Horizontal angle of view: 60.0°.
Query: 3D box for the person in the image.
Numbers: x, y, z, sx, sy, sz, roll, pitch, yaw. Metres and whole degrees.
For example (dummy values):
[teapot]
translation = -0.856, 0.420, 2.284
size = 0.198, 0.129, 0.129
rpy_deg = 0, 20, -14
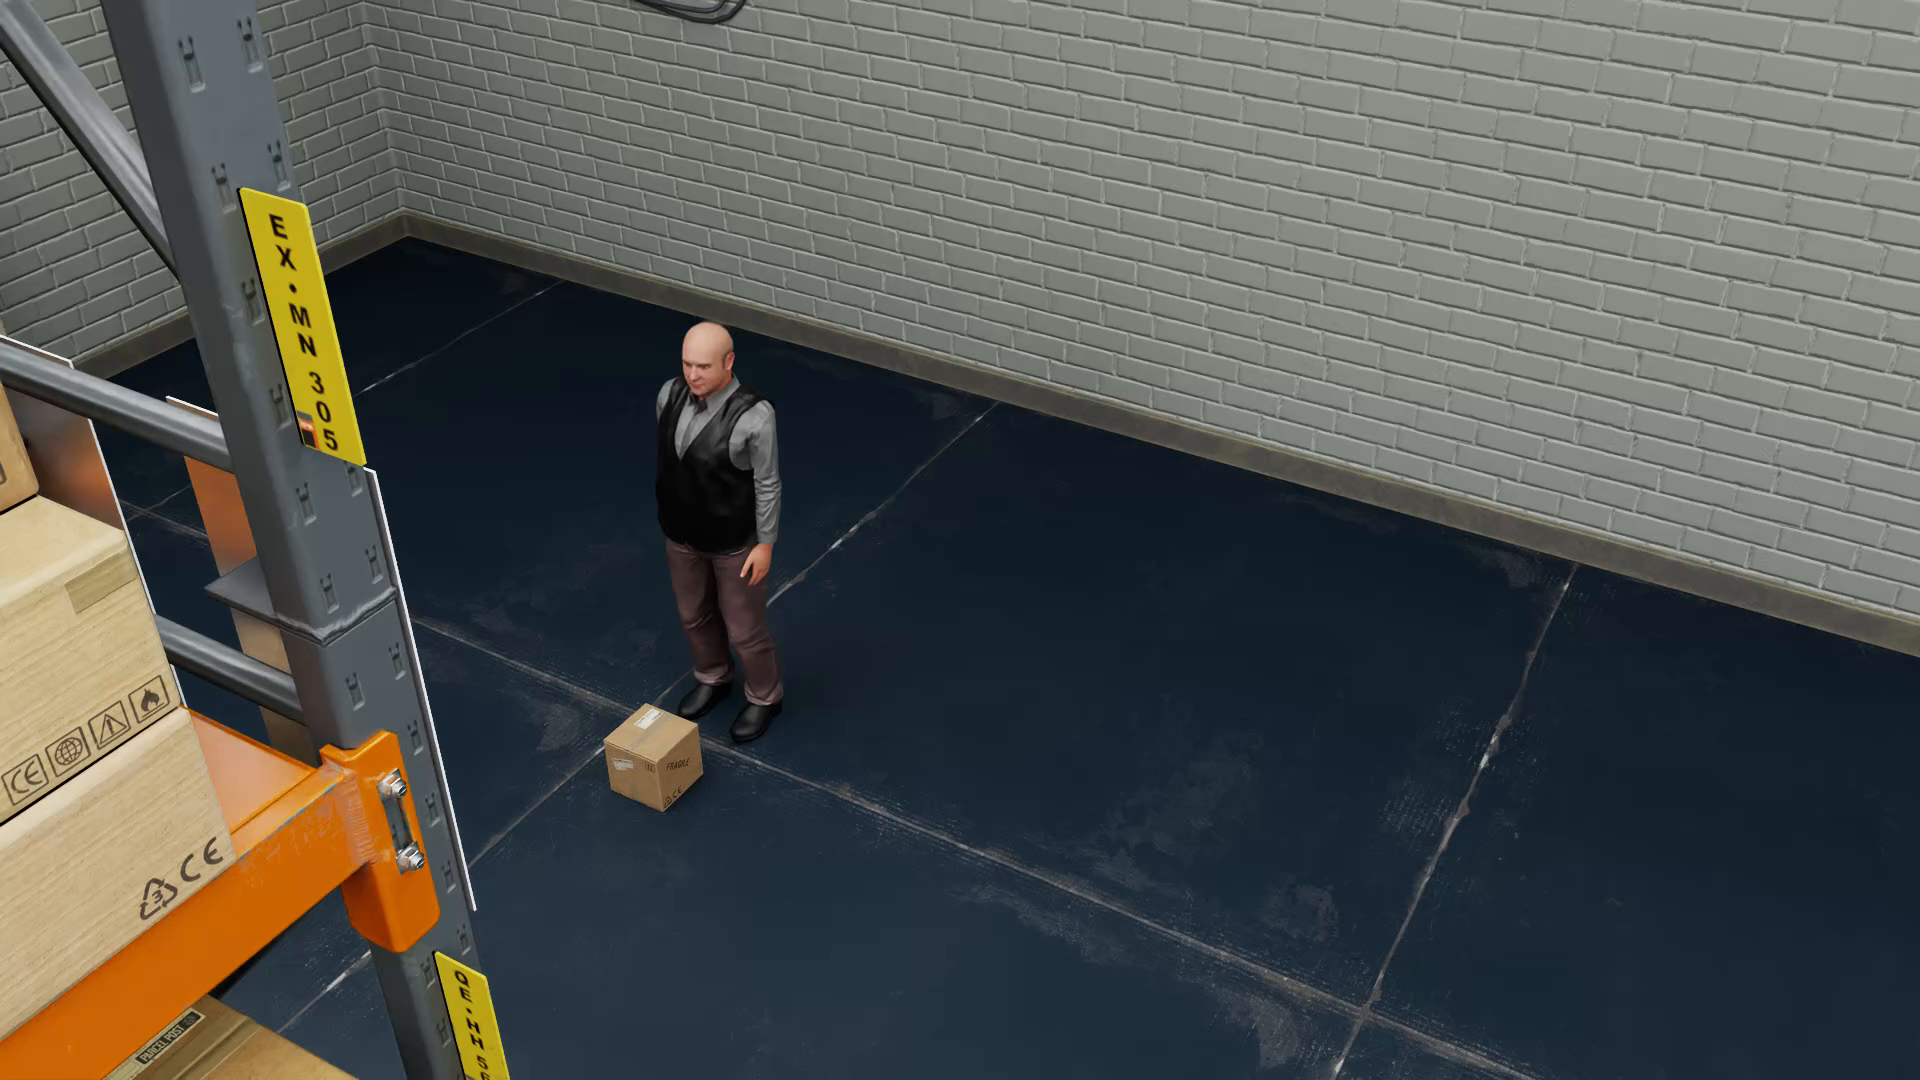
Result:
[person]
translation = -0.893, 0.022, 6.226
size = 0.532, 1.617, 0.360
rpy_deg = 18, 38, 25
